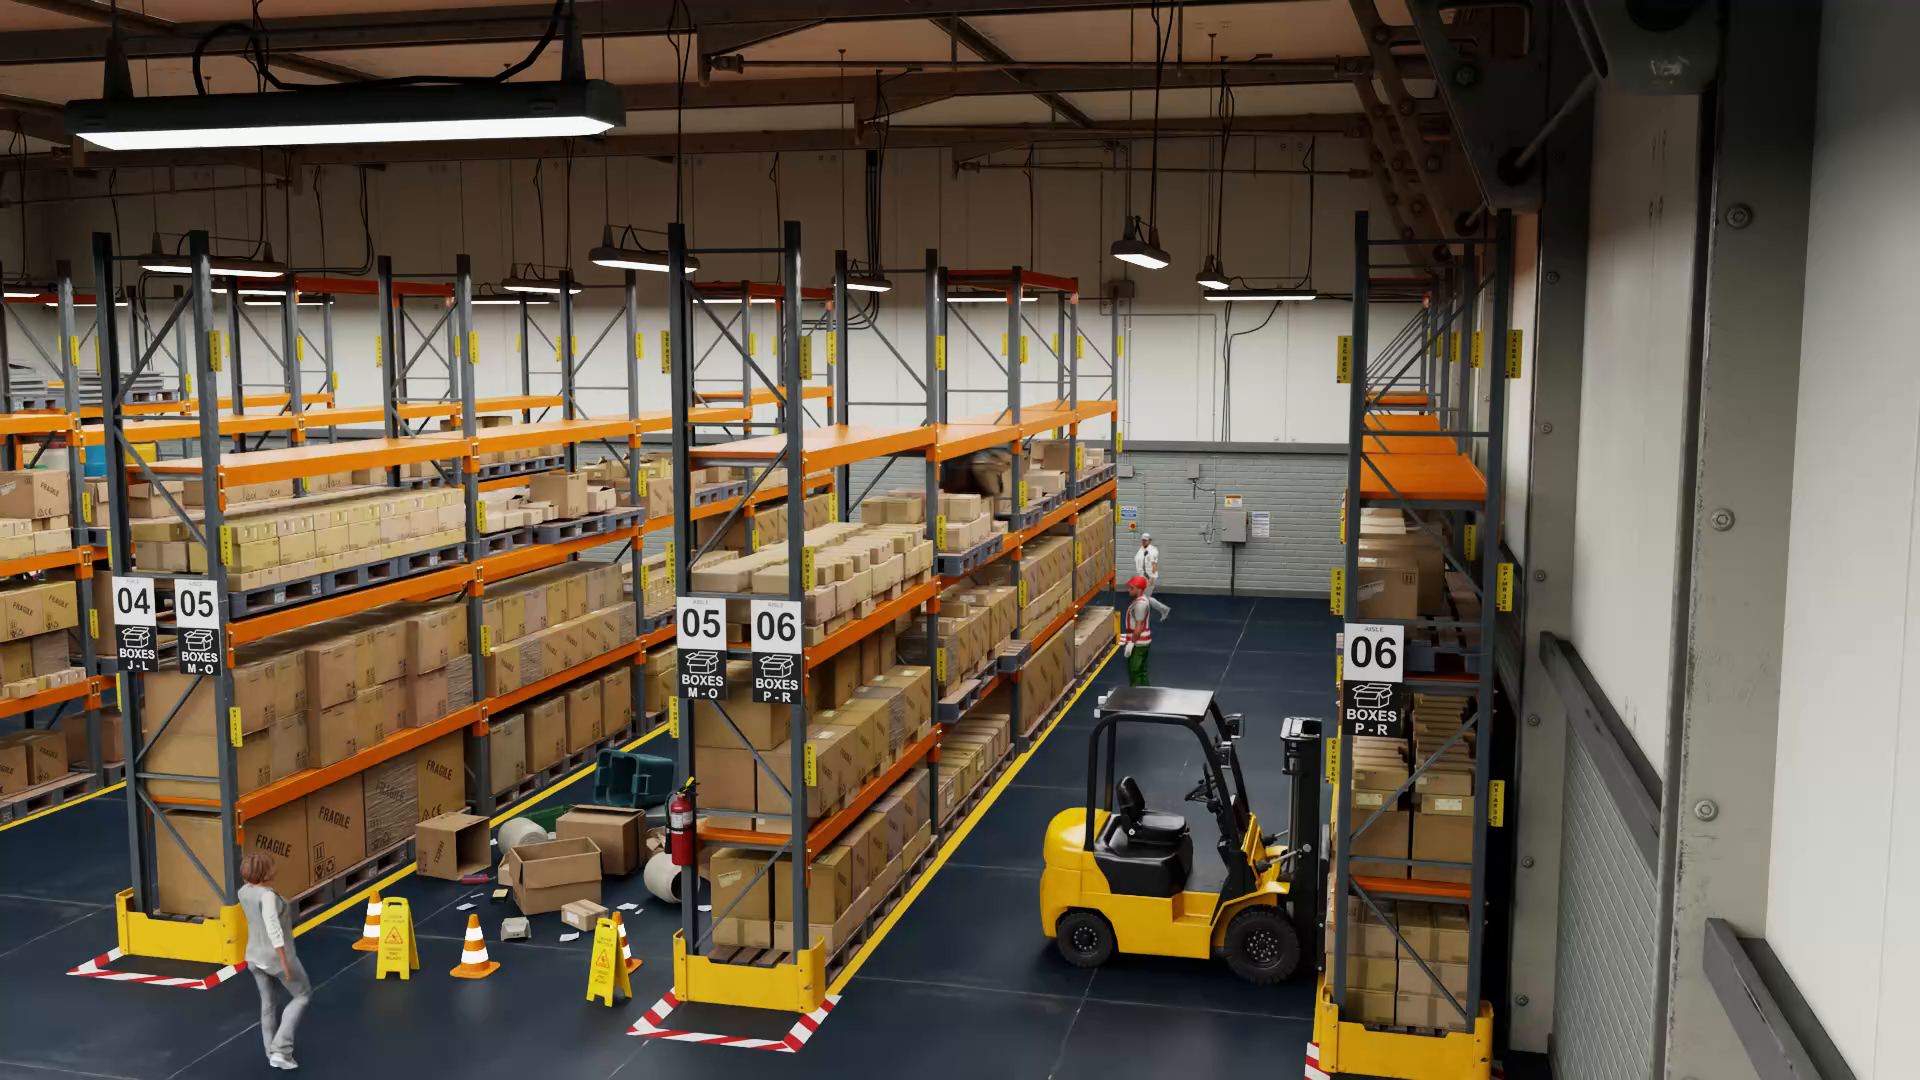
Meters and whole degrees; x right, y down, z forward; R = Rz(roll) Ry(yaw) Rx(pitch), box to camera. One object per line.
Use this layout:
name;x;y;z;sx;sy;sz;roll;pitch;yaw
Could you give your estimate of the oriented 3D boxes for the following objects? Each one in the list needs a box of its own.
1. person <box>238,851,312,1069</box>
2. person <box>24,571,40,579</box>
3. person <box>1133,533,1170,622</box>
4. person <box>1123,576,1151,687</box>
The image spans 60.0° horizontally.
person;-4.843;2.955;11.745;0.445;1.597;0.402;3;8;24
person;-15.167;1.060;26.846;0.503;1.706;1.005;3;7;21
person;3.423;0.678;30.059;0.732;1.628;0.510;0;7;1
person;2.261;1.353;21.473;0.419;1.792;0.569;2;7;16
